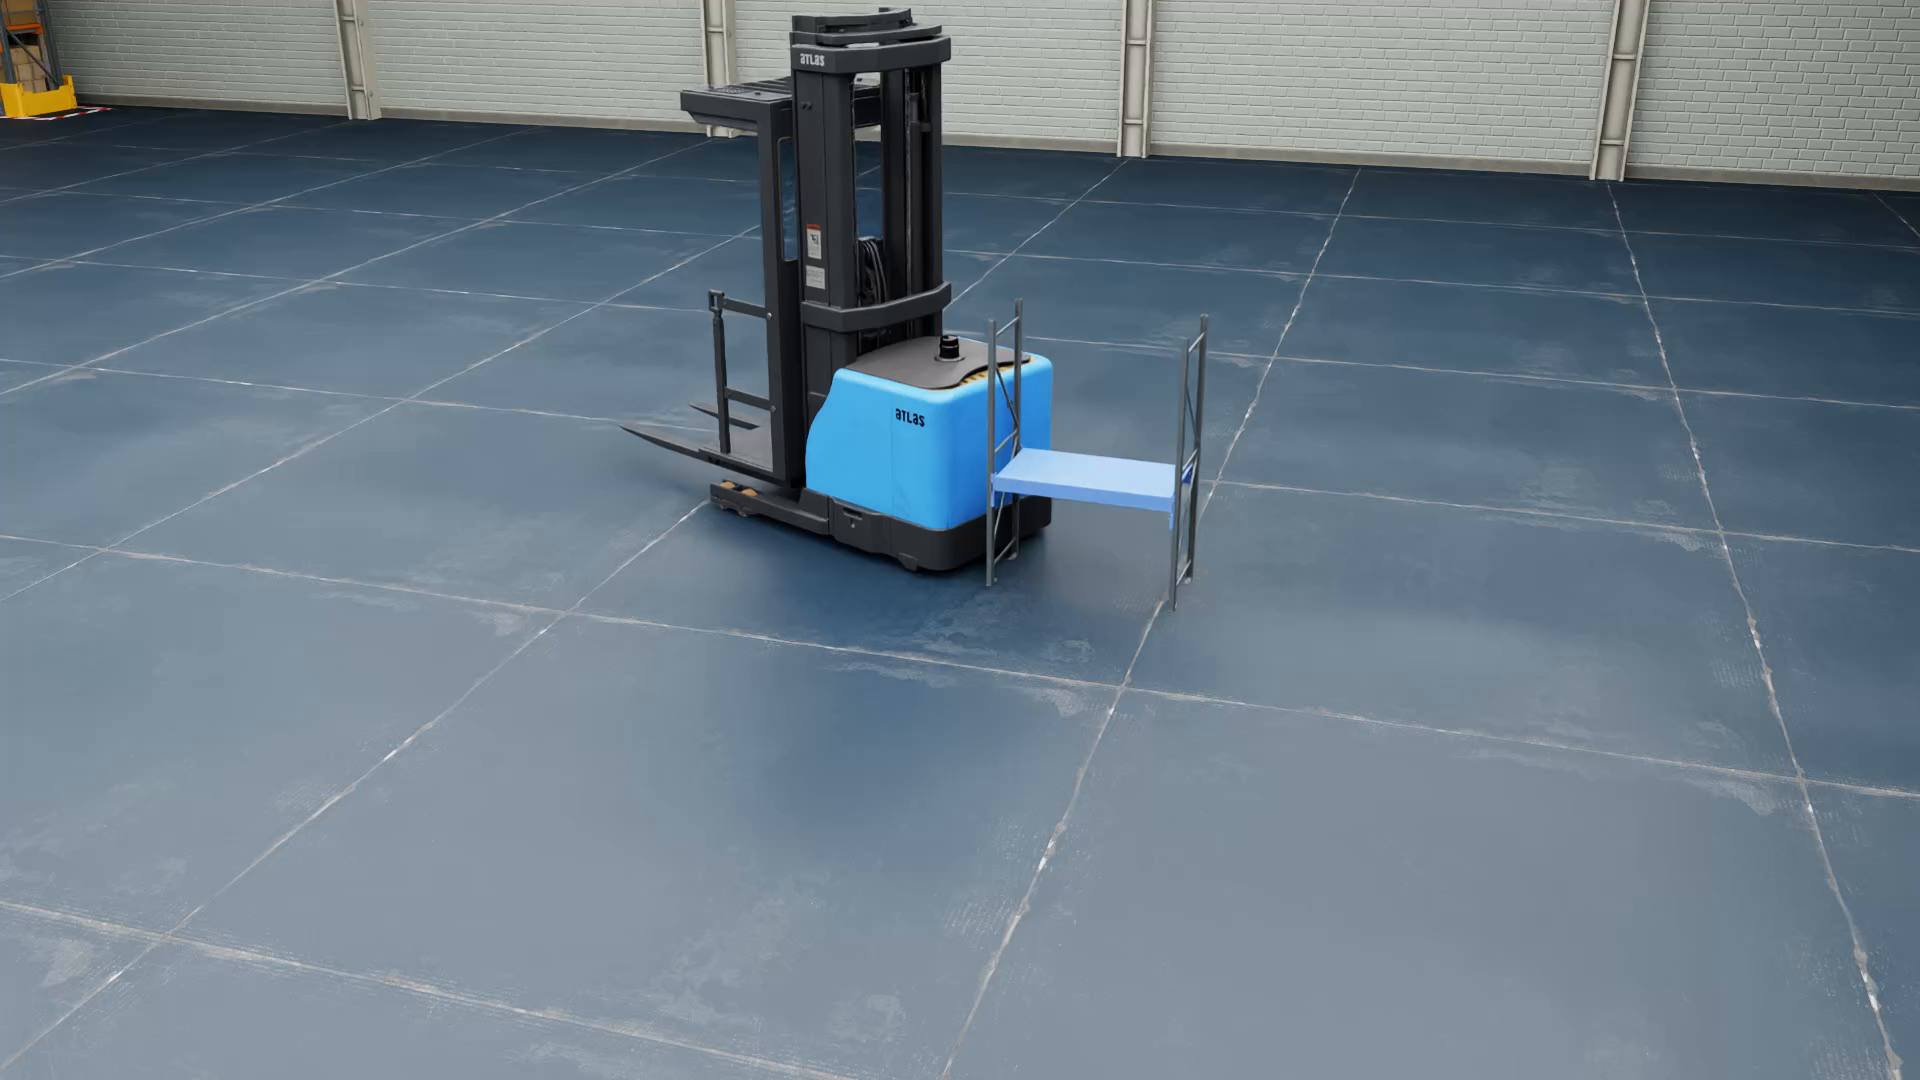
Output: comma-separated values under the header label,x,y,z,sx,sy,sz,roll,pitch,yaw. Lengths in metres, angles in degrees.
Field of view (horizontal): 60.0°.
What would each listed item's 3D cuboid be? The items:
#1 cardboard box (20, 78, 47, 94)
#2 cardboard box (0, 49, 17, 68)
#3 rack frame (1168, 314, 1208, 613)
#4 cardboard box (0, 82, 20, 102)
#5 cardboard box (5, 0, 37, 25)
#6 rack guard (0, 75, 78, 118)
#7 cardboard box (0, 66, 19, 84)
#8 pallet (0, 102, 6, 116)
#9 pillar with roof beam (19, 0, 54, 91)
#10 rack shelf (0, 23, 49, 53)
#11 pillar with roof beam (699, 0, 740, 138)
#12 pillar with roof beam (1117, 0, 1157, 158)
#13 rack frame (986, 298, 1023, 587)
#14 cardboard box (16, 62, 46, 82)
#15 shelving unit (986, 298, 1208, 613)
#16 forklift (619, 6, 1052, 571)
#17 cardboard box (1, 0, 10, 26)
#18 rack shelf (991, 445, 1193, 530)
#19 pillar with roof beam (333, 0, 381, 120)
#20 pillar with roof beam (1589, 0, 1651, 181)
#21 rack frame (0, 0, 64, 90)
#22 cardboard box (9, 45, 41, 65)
label,x,y,z,sx,sy,sz,roll,pitch,yaw
cardboard box,-14.904,-7.186,26.405,0.500,0.250,0.500,7,23,16
cardboard box,-15.021,-7.460,25.757,0.500,0.250,0.500,7,23,17
rack frame,1.200,-0.396,8.759,0.032,1.500,0.500,8,24,18
cardboard box,-15.031,-6.997,25.946,0.500,0.250,0.500,7,23,16
cardboard box,-14.884,-8.340,26.018,0.500,0.500,0.500,7,23,17
rack guard,-14.467,-6.979,26.126,0.348,0.500,1.175,7,23,16
cardboard box,-15.046,-7.232,25.859,0.500,0.250,0.500,6,23,15
pallet,-15.234,-6.917,26.355,1.213,0.211,1.003,7,23,16
pillar with roof beam,-16.140,-9.754,21.691,0.400,9.000,9.100,7,23,16
rack shelf,-16.405,-8.025,26.329,4.000,0.370,1.077,7,23,16
pillar with roof beam,-4.651,-8.438,18.484,0.400,9.000,9.100,7,23,16
pillar with roof beam,1.093,-7.781,16.881,0.400,9.000,9.100,7,23,16
rack frame,0.242,-0.525,9.073,0.032,1.500,0.500,8,24,18
cardboard box,-14.880,-7.419,26.315,0.500,0.250,0.500,7,23,16
shelving unit,0.721,-0.460,8.916,1.048,1.500,0.538,8,24,18
forklift,-0.902,-1.630,9.882,3.031,2.935,1.130,18,29,37
cardboard box,-15.037,-8.143,25.538,0.500,0.500,0.500,6,23,14
rack shelf,0.721,-0.294,8.984,1.000,0.185,0.538,8,24,18
pillar with roof beam,-10.396,-9.096,20.088,0.400,9.000,9.100,7,23,16
pillar with roof beam,6.837,-7.123,15.277,0.400,9.000,9.100,7,23,16
rack frame,-14.490,-8.139,25.658,0.127,3.000,1.000,7,23,16
cardboard box,-14.896,-7.645,26.207,0.500,0.250,0.500,6,23,15
